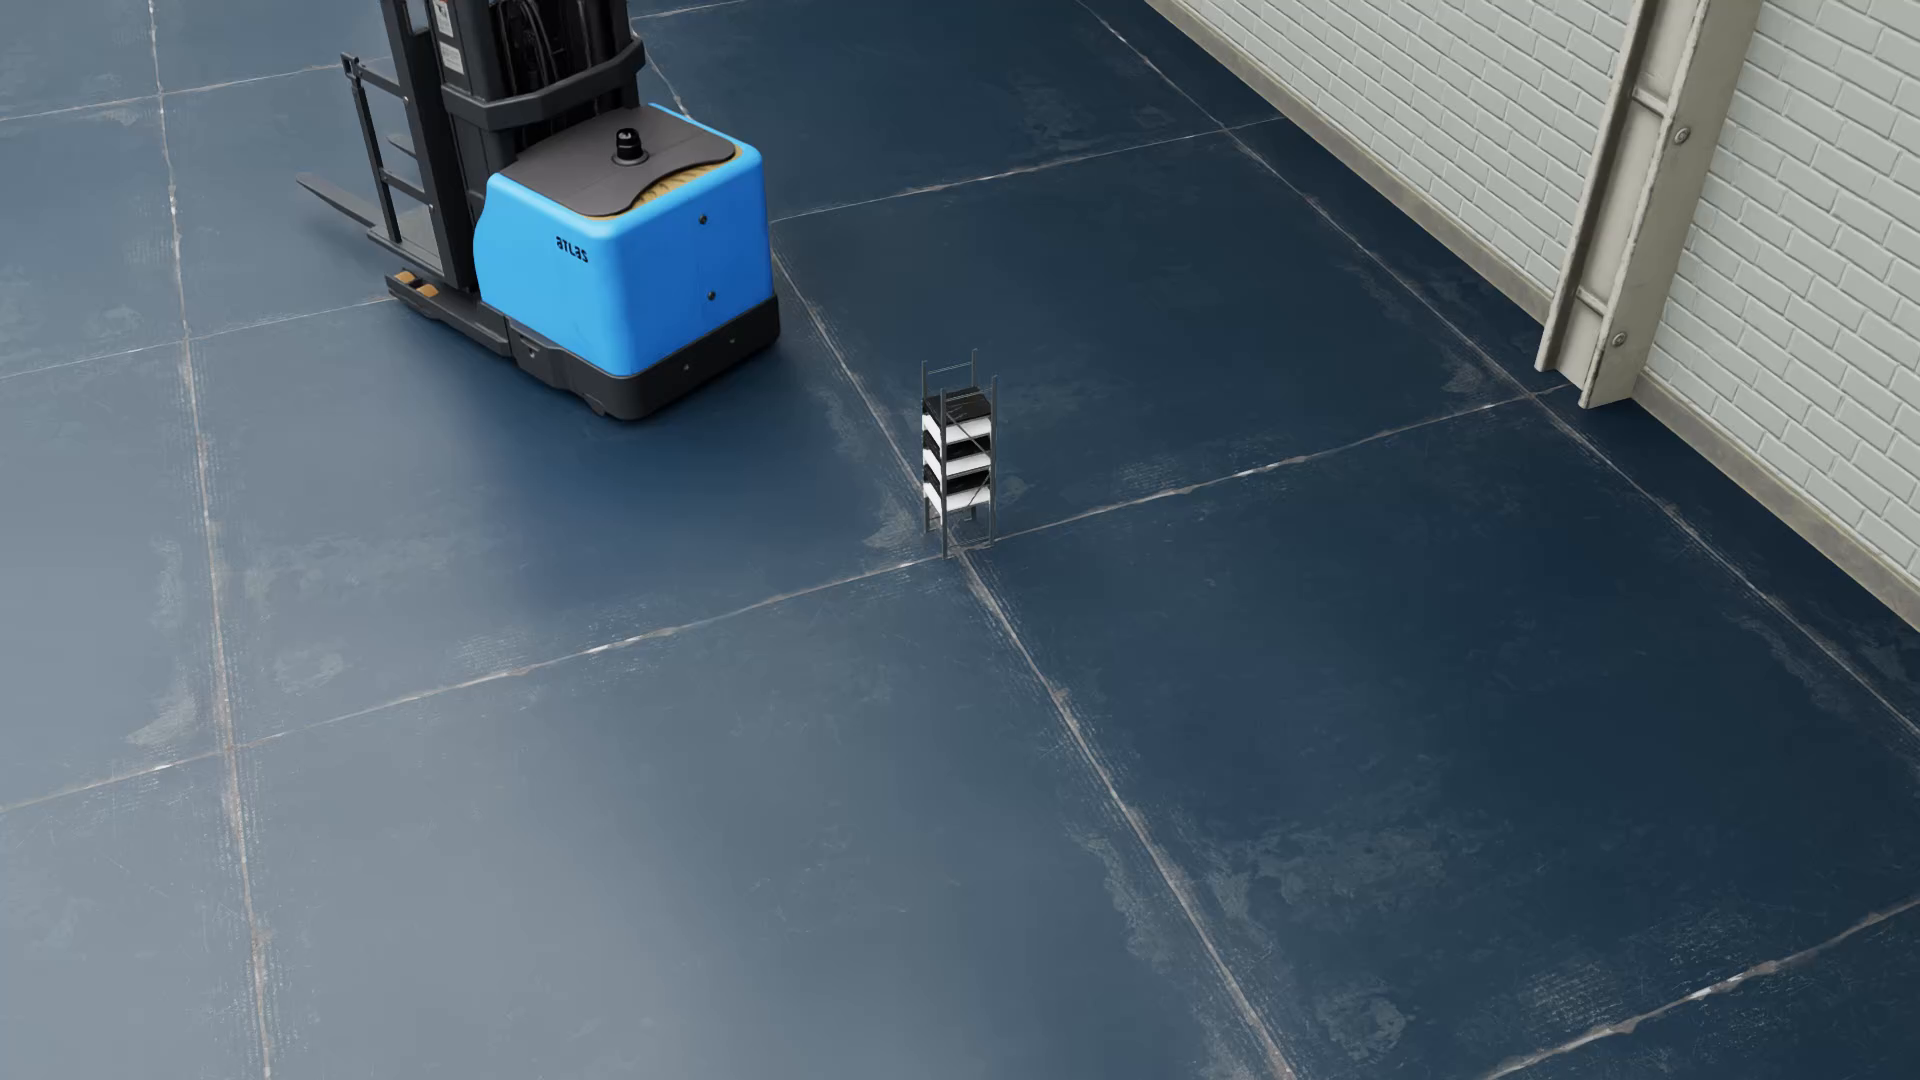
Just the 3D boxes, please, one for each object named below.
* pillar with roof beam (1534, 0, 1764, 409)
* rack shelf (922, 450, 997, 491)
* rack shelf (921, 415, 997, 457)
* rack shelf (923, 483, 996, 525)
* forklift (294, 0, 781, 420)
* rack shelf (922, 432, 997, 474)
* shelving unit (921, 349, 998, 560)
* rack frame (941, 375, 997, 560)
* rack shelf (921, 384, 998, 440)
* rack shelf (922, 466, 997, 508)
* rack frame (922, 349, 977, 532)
[{"bbox_3d":[-0.914,-3.121,3.978,9.100,9.000,0.400,-15,43,-17],"label":"pillar with roof beam"},{"bbox_3d":[-0.003,-0.321,6.984,0.258,0.077,0.200,-15,43,-17],"label":"rack shelf"},{"bbox_3d":[-0.003,-0.457,6.867,0.258,0.077,0.200,-15,43,-17],"label":"rack shelf"},{"bbox_3d":[-0.003,-0.184,7.101,0.258,0.077,0.200,-15,43,-17],"label":"rack shelf"},{"bbox_3d":[-2.348,-2.494,7.902,3.031,2.935,1.130,29,49,30],"label":"forklift"},{"bbox_3d":[-0.003,-0.389,6.925,0.258,0.077,0.200,-15,43,-17],"label":"rack shelf"},{"bbox_3d":[-0.003,-0.346,6.962,0.258,0.900,0.210,-15,43,-17],"label":"shelving unit"},{"bbox_3d":[0.036,-0.285,6.891,0.240,0.900,0.006,-15,43,-17],"label":"rack frame"},{"bbox_3d":[-0.003,-0.526,6.808,0.258,0.077,0.200,-15,43,-17],"label":"rack shelf"},{"bbox_3d":[-0.003,-0.253,7.043,0.258,0.077,0.200,-15,43,-17],"label":"rack shelf"},{"bbox_3d":[-0.042,-0.407,7.034,0.240,0.900,0.006,-15,43,-17],"label":"rack frame"}]
